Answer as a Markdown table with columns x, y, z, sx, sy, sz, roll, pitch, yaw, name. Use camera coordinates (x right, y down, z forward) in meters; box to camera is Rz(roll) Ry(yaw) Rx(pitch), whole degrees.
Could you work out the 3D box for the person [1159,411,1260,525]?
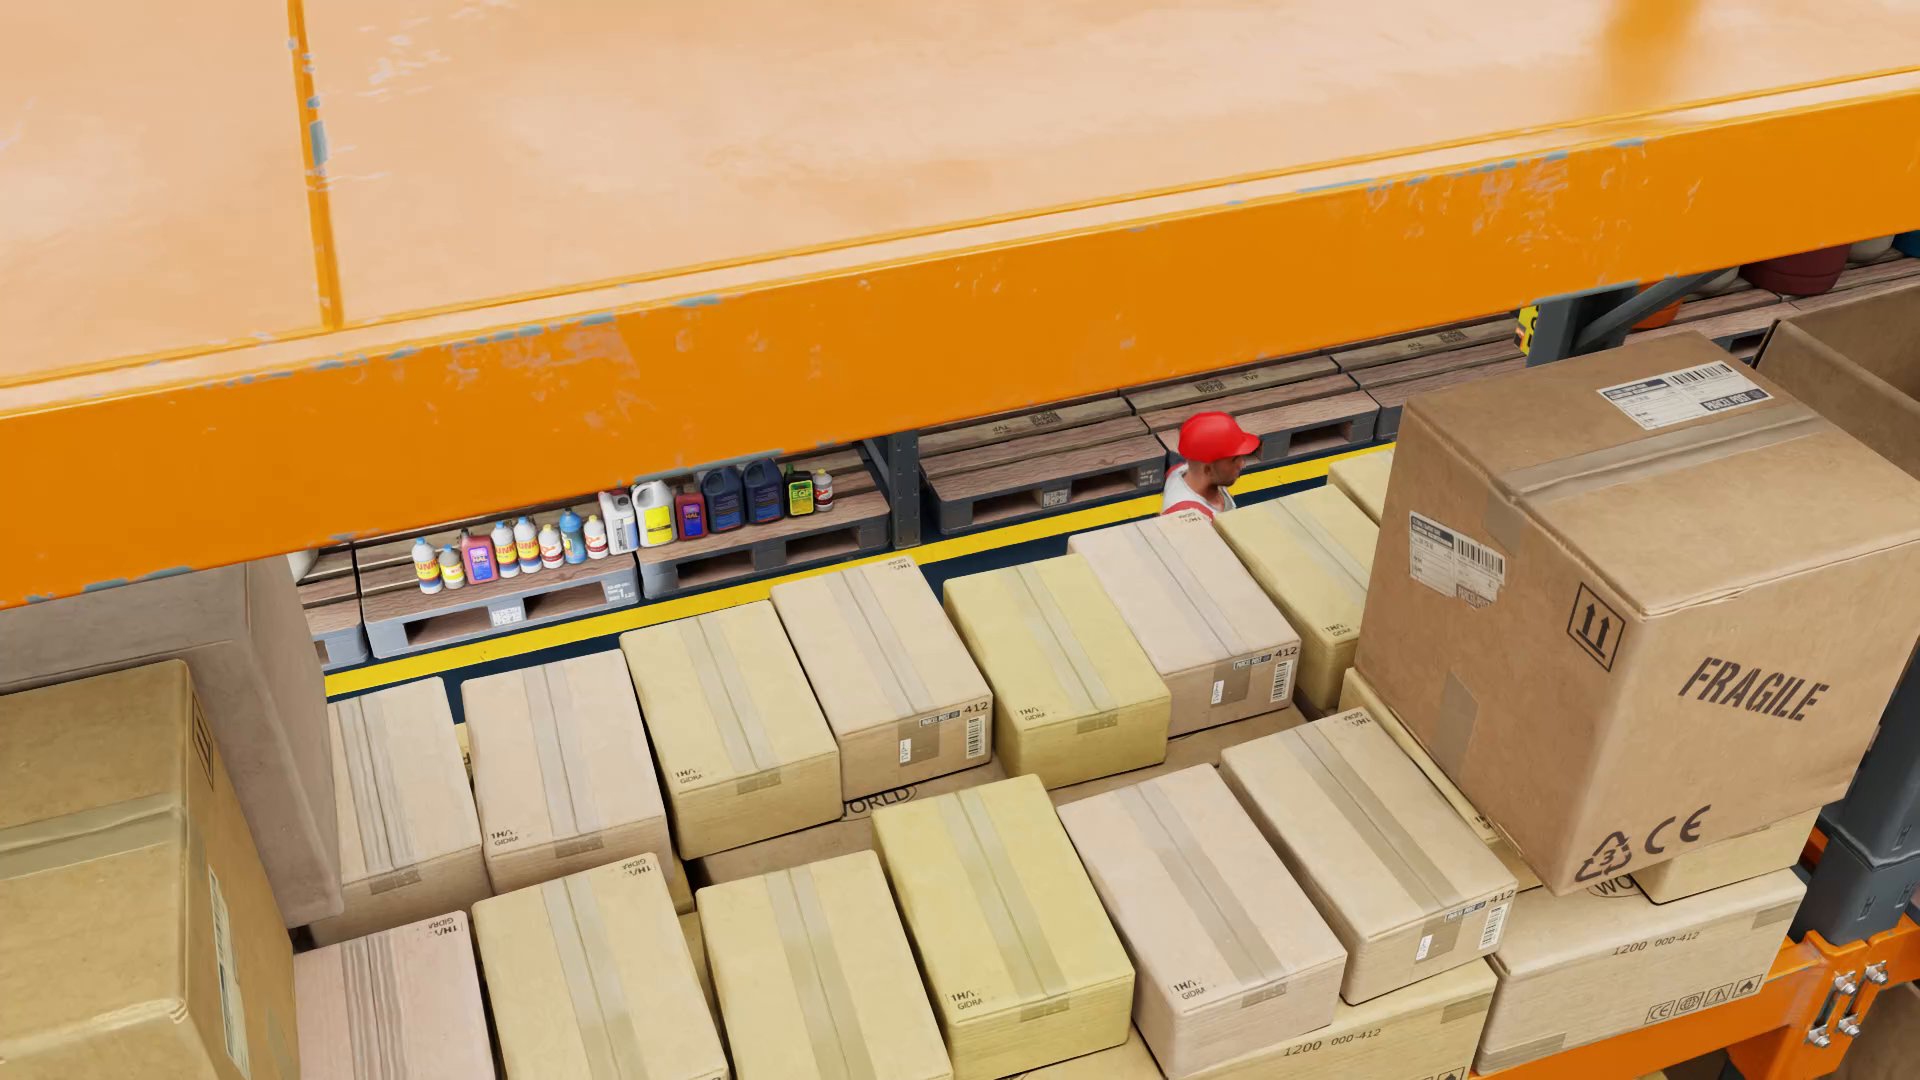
| x | y | z | sx | sy | sz | roll | pitch | yaw | name |
| --- | --- | --- | --- | --- | --- | --- | --- | --- | --- |
| 0.976 | 0.307 | 6.226 | 0.727 | 1.781 | 0.565 | 6 | 38 | 7 | person |
